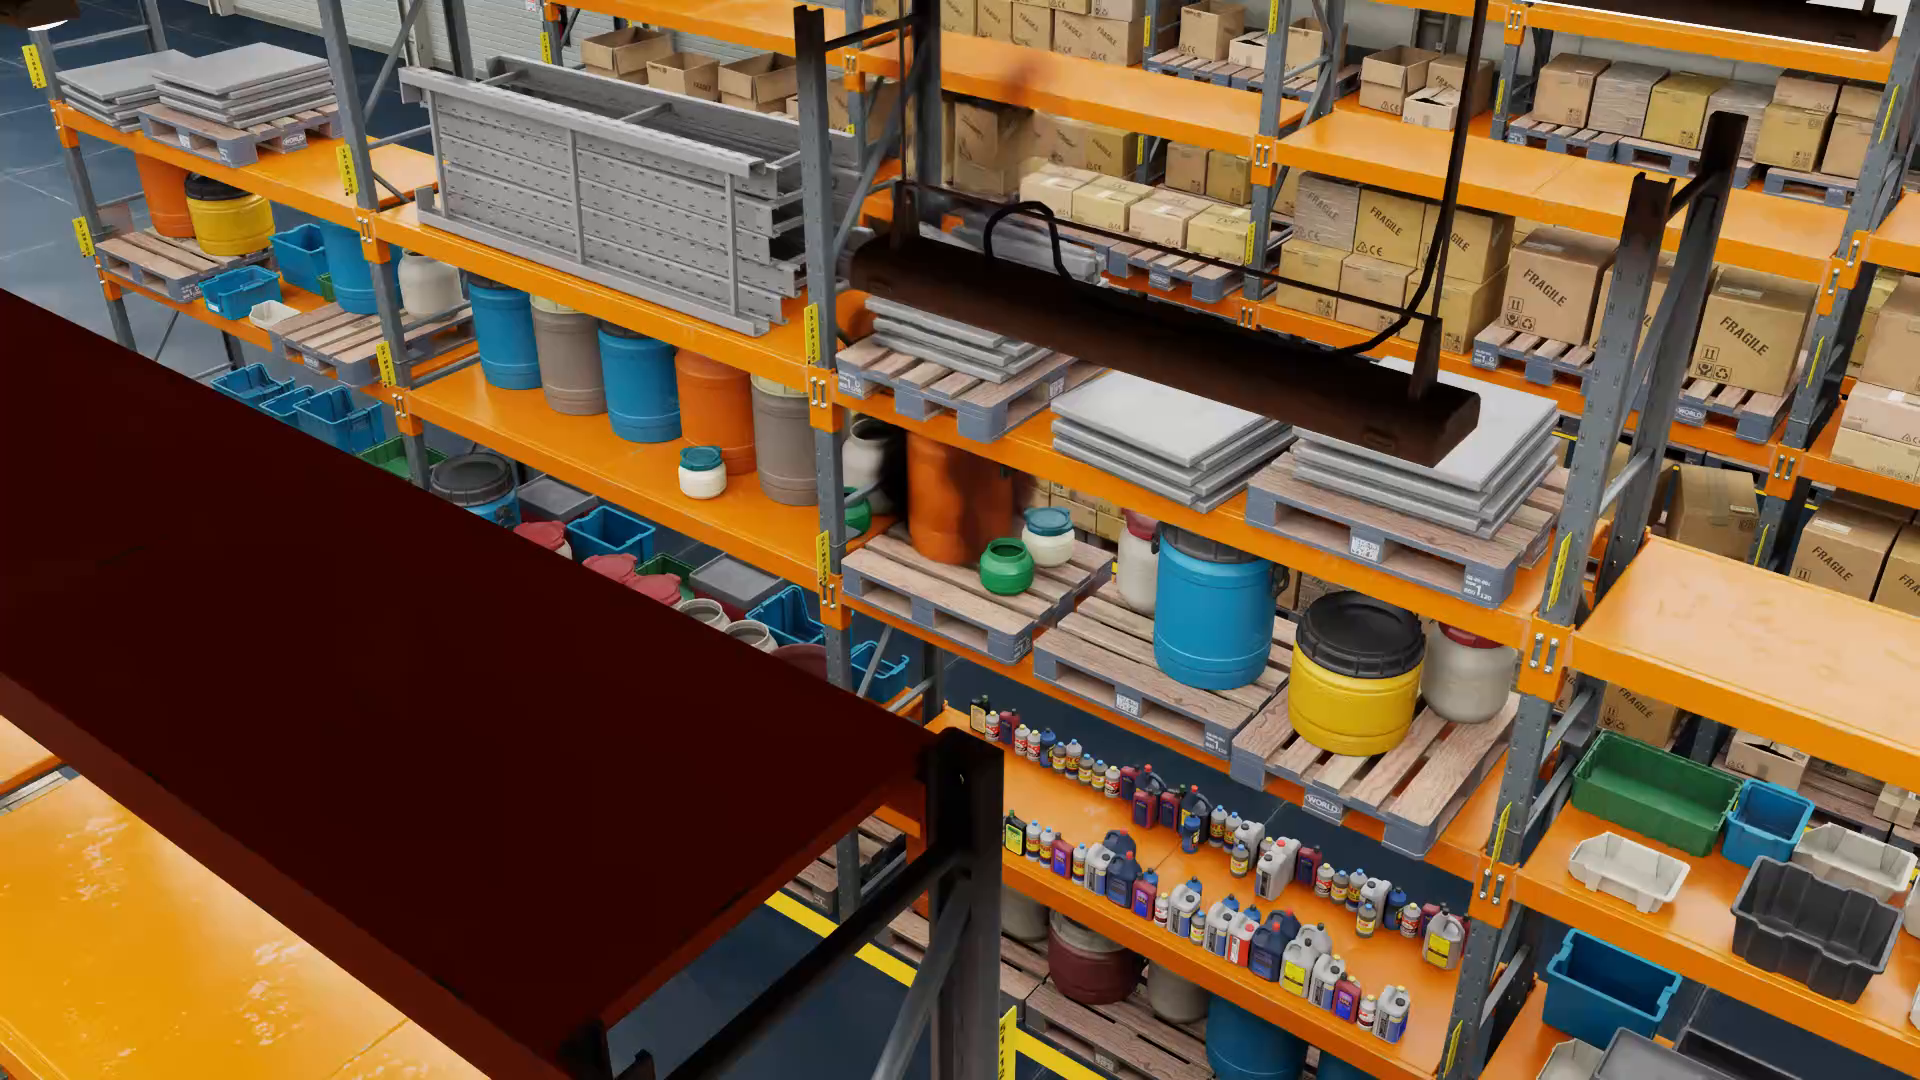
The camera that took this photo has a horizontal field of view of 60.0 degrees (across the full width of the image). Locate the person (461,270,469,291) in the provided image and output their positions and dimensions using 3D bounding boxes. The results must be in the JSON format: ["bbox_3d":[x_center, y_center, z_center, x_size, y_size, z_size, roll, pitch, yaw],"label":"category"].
[{"bbox_3d":[-5.564,-3.243,19.106,0.600,1.552,0.567,-8,32,-13],"label":"person"}]
